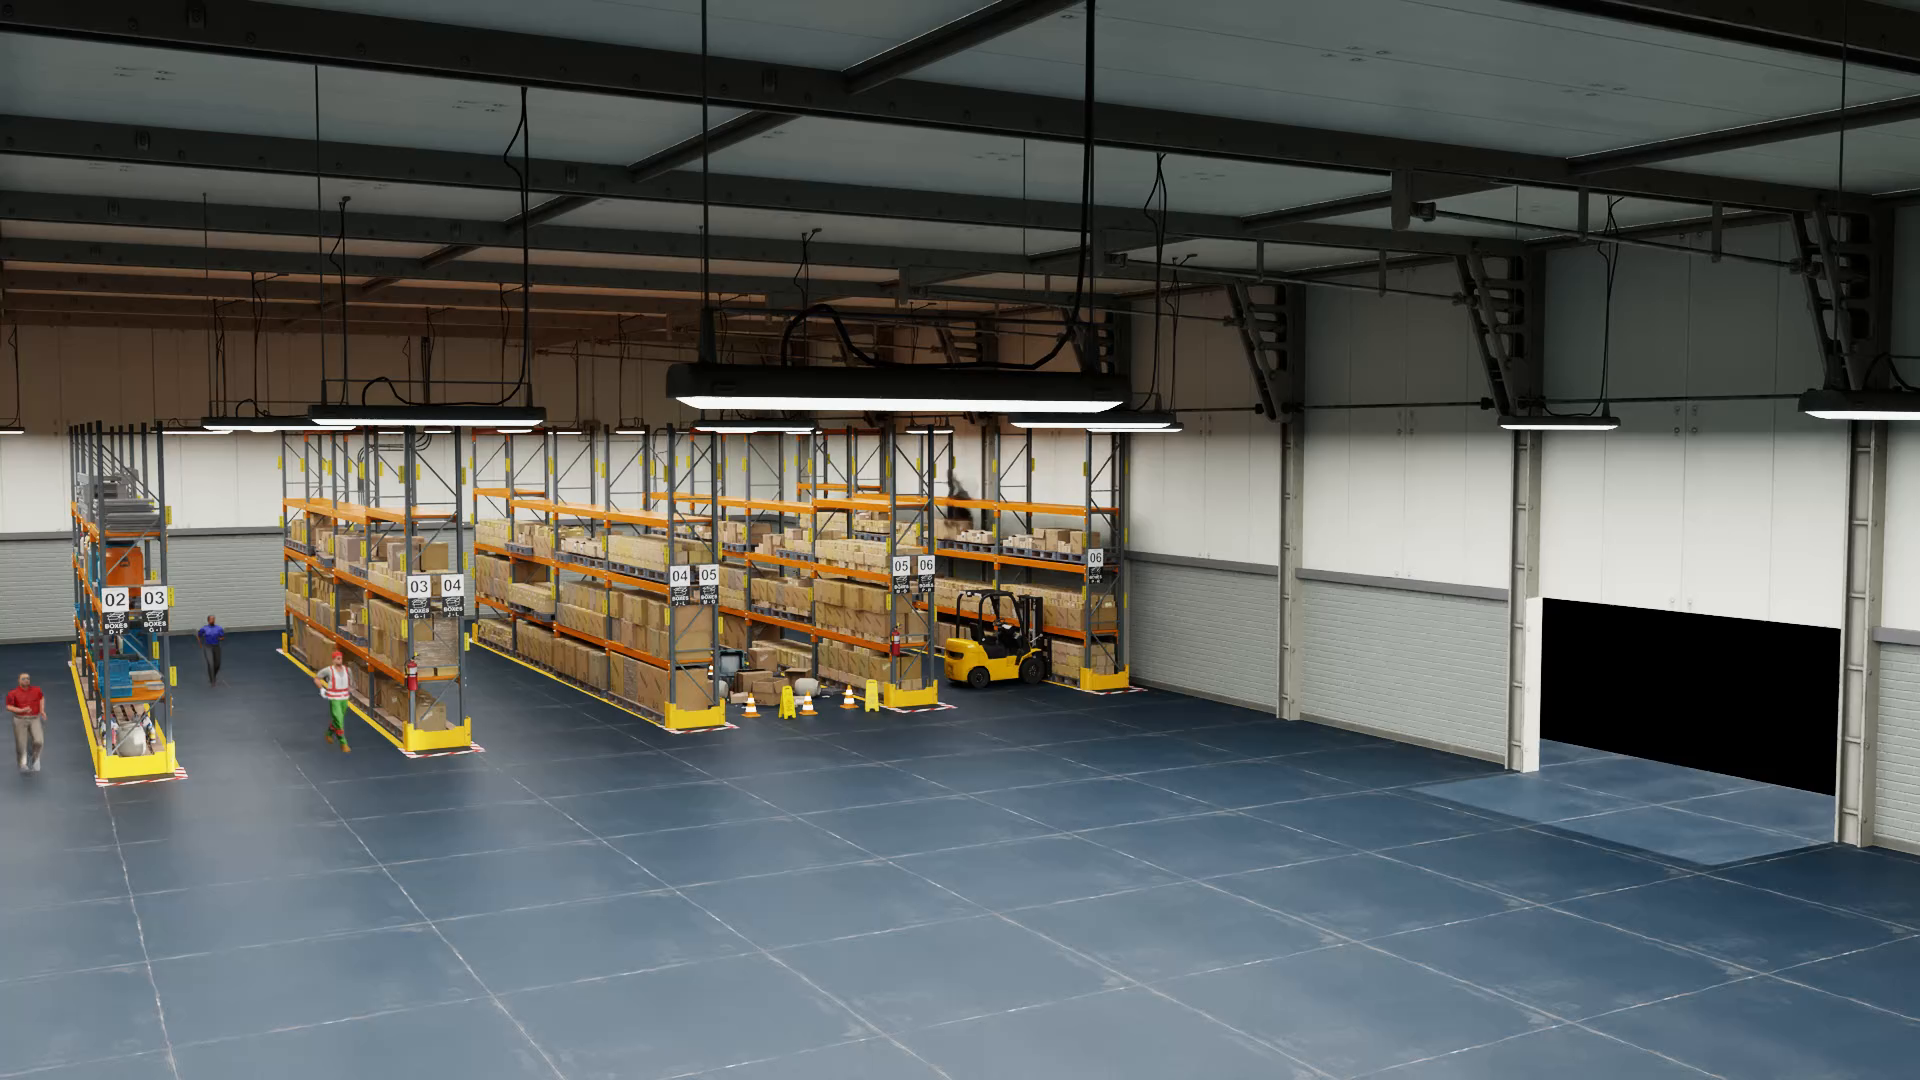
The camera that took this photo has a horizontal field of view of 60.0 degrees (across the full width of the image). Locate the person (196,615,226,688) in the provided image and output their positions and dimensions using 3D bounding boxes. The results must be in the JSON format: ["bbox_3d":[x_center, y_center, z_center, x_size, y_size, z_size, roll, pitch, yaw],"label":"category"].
[{"bbox_3d":[-17.148,2.527,38.123,0.581,1.635,0.933,-3,4,-37],"label":"person"}]

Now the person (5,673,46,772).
[{"bbox_3d":[-15.867,3.119,28.309,0.642,1.718,0.682,-3,5,-43],"label":"person"}]

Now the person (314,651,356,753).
[{"bbox_3d":[-11.378,2.932,30.418,0.952,1.816,0.647,3,4,37],"label":"person"}]
